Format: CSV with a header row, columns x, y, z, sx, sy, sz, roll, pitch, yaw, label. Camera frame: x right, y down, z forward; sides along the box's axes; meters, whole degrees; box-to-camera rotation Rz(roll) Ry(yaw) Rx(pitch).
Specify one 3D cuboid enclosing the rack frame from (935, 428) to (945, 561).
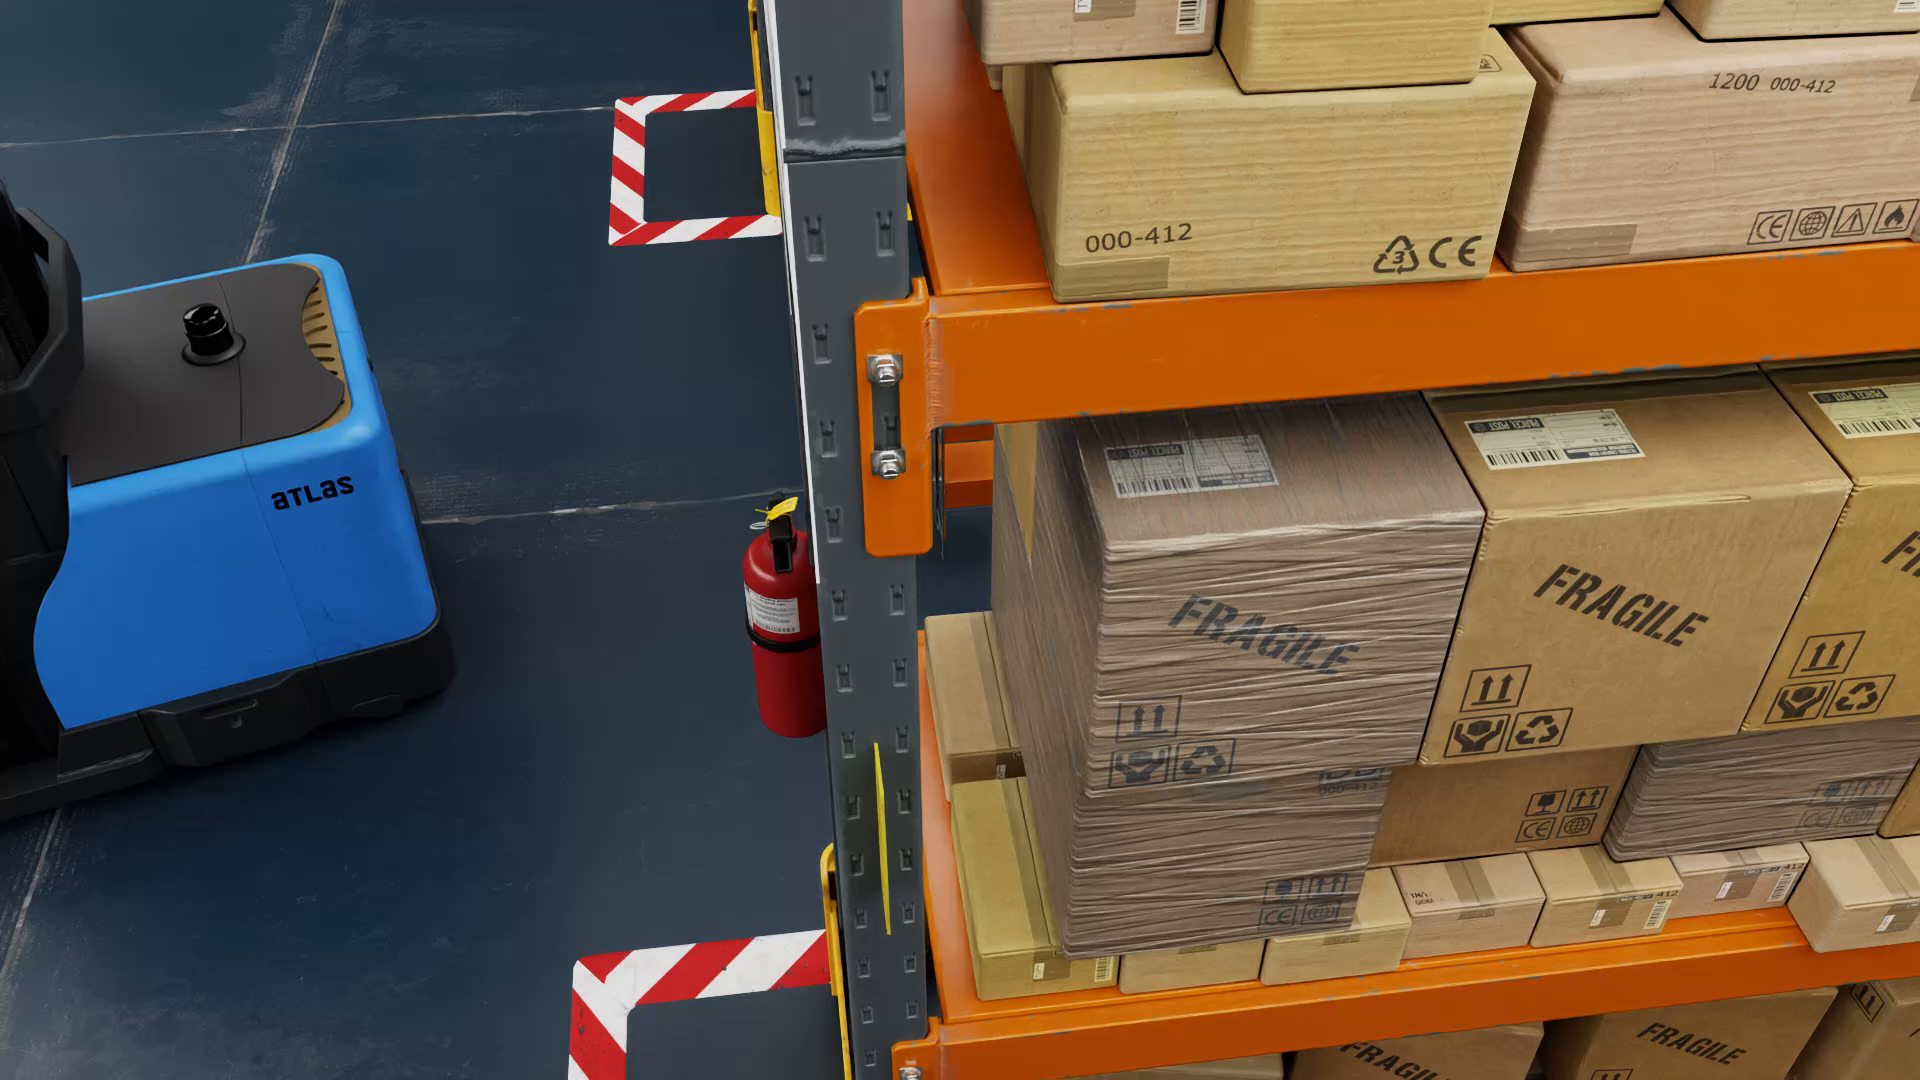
x,y,z,sx,sy,sz,roll,pitch,yaw,label
-0.068,-0.384,5.392,0.008,1.050,0.200,-5,42,-6,rack frame

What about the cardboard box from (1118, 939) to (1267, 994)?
x,y,z,sx,sy,sz,roll,pitch,yaw,label
0.382,0.610,3.022,0.250,0.149,0.380,-5,42,-6,cardboard box

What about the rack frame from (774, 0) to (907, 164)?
x,y,z,sx,sy,sz,roll,pitch,yaw,label
-0.182,-1.835,1.066,0.127,3.000,1.000,-5,42,-6,rack frame

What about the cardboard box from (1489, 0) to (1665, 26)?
x,y,z,sx,sy,sz,roll,pitch,yaw,label
0.625,-0.746,1.913,0.250,0.149,0.380,-6,42,-6,cardboard box

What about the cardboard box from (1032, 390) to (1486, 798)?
x,y,z,sx,sy,sz,roll,pitch,yaw,label
0.399,0.007,2.460,0.500,0.500,0.500,-5,42,-6,cardboard box

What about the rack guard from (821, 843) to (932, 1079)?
x,y,z,sx,sy,sz,roll,pitch,yaw,label
-0.107,1.314,3.920,0.348,0.500,1.175,-5,42,-6,rack guard

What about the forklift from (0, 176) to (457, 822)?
x,y,z,sx,sy,sz,roll,pitch,yaw,label
-3.139,-0.522,4.141,3.031,2.935,1.130,-15,44,-16,forklift

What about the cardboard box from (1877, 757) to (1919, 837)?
x,y,z,sx,sy,sz,roll,pitch,yaw,label
1.846,0.042,3.168,0.500,0.500,0.875,-5,42,-6,cardboard box

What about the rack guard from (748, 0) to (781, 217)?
x,y,z,sx,sy,sz,roll,pitch,yaw,label
-0.755,-2.007,7.602,0.348,0.500,1.175,-5,42,-6,rack guard

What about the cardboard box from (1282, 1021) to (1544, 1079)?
x,y,z,sx,sy,sz,roll,pitch,yaw,label
1.028,1.047,3.903,0.500,0.500,0.500,5,42,6,cardboard box

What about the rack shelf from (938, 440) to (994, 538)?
x,y,z,sx,sy,sz,roll,pitch,yaw,label
0.053,-0.180,5.597,0.240,0.259,0.215,-5,42,-6,rack shelf

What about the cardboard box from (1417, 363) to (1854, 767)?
x,y,z,sx,sy,sz,roll,pitch,yaw,label
0.896,-0.032,2.503,0.500,0.500,0.500,-5,42,-6,cardboard box

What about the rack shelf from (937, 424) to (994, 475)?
x,y,z,sx,sy,sz,roll,pitch,yaw,label
0.053,-0.387,5.411,0.240,0.259,0.215,-5,42,-6,rack shelf

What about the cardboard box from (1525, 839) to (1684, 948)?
x,y,z,sx,sy,sz,roll,pitch,yaw,label
1.126,0.546,3.093,0.250,0.149,0.380,-5,42,-6,cardboard box

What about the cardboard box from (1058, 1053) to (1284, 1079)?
x,y,z,sx,sy,sz,roll,pitch,yaw,label
0.439,1.121,3.820,0.500,0.500,0.500,2,42,2,cardboard box

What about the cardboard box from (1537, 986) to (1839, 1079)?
x,y,z,sx,sy,sz,roll,pitch,yaw,label
1.651,1.005,3.949,0.500,0.500,0.500,-1,42,-2,cardboard box

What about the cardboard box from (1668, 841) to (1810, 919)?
x,y,z,sx,sy,sz,roll,pitch,yaw,label
1.370,0.506,3.137,0.250,0.149,0.380,-5,42,-6,cardboard box

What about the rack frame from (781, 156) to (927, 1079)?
x,y,z,sx,sy,sz,roll,pitch,yaw,label
-0.182,0.392,3.076,0.127,3.000,1.000,-5,42,-6,rack frame

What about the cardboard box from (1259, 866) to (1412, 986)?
x,y,z,sx,sy,sz,roll,pitch,yaw,label
0.632,0.598,3.035,0.250,0.149,0.380,-5,42,-6,cardboard box

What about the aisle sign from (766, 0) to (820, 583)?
x,y,z,sx,sy,sz,roll,pitch,yaw,label
-0.204,-0.368,1.978,0.004,0.787,0.394,-5,42,-6,aisle sign

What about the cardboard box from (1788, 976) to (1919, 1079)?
x,y,z,sx,sy,sz,roll,pitch,yaw,label
2.210,0.986,3.970,0.500,0.500,0.500,-9,43,-9,cardboard box

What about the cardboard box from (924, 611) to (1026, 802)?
x,y,z,sx,sy,sz,roll,pitch,yaw,label
0.074,0.324,3.339,0.250,0.149,0.380,-5,42,-6,cardboard box

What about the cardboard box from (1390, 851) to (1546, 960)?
x,y,z,sx,sy,sz,roll,pitch,yaw,label
0.877,0.563,3.074,0.250,0.149,0.380,-5,42,-6,cardboard box

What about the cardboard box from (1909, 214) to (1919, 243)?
x,y,z,sx,sy,sz,roll,pitch,yaw,label
1.332,-0.625,2.076,0.500,0.250,0.500,-5,42,-6,cardboard box

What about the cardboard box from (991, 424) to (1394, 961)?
x,y,z,sx,sy,sz,roll,pitch,yaw,label
0.367,0.215,2.975,0.500,0.500,0.875,-5,42,-6,cardboard box

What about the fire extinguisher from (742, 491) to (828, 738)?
x,y,z,sx,sy,sz,roll,pitch,yaw,label
-0.355,0.125,3.430,0.183,0.674,0.296,-5,42,-6,fire extinguisher

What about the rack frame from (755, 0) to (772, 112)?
x,y,z,sx,sy,sz,roll,pitch,yaw,label
-0.824,-2.897,6.722,0.127,3.000,1.000,-5,42,-6,rack frame

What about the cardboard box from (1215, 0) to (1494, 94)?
x,y,z,sx,sy,sz,roll,pitch,yaw,label
0.391,-0.643,1.798,0.250,0.149,0.380,-4,42,-5,cardboard box

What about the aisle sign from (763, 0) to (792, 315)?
x,y,z,sx,sy,sz,roll,pitch,yaw,label
-0.282,-0.767,2.420,0.004,0.787,0.394,-5,42,-6,aisle sign

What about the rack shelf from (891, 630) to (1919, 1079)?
x,y,z,sx,sy,sz,roll,pitch,yaw,label
1.801,0.486,3.509,4.000,0.370,1.077,-5,42,-6,rack shelf

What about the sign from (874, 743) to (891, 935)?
x,y,z,sx,sy,sz,roll,pitch,yaw,label
-0.111,0.431,2.386,0.005,0.325,0.100,-5,42,-6,sign

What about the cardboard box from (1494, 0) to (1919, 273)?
x,y,z,sx,sy,sz,roll,pitch,yaw,label
0.840,-0.585,2.031,0.500,0.250,0.500,-6,42,-6,cardboard box

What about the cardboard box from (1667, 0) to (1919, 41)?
x,y,z,sx,sy,sz,roll,pitch,yaw,label
0.905,-0.723,1.886,0.250,0.149,0.380,-3,42,-4,cardboard box

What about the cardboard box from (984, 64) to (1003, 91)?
x,y,z,sx,sy,sz,roll,pitch,yaw,label
0.263,-0.876,2.355,0.500,0.250,0.500,-4,42,-5,cardboard box

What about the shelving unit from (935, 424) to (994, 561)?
x,y,z,sx,sy,sz,roll,pitch,yaw,label
0.053,-0.394,5.404,0.252,1.050,0.215,-5,42,-6,shelving unit

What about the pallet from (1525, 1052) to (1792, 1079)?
x,y,z,sx,sy,sz,roll,pitch,yaw,label
1.911,1.270,4.184,1.213,0.211,1.003,-5,42,-6,pallet

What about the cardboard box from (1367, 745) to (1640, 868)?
x,y,z,sx,sy,sz,roll,pitch,yaw,label
0.847,0.092,3.112,0.500,0.500,0.875,-5,42,-6,cardboard box

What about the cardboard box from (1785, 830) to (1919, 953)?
x,y,z,sx,sy,sz,roll,pitch,yaw,label
1.632,0.553,3.085,0.250,0.149,0.380,-5,42,-6,cardboard box

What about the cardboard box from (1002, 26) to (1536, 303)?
x,y,z,sx,sy,sz,roll,pitch,yaw,label
0.329,-0.536,1.977,0.500,0.250,0.500,-4,42,-4,cardboard box

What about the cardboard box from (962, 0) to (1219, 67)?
x,y,z,sx,sy,sz,roll,pitch,yaw,label
0.121,-0.684,1.844,0.250,0.149,0.380,-5,42,-6,cardboard box

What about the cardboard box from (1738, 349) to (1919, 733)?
x,y,z,sx,sy,sz,roll,pitch,yaw,label
1.391,-0.076,2.552,0.500,0.500,0.500,-5,42,-6,cardboard box

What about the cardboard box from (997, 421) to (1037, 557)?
x,y,z,sx,sy,sz,roll,pitch,yaw,label
0.331,-0.338,2.842,0.500,0.500,0.500,-5,42,-6,cardboard box

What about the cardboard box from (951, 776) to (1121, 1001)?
x,y,z,sx,sy,sz,roll,pitch,yaw,label
0.132,0.619,3.012,0.250,0.149,0.380,-5,42,-6,cardboard box

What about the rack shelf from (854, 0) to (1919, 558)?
x,y,z,sx,sy,sz,roll,pitch,yaw,label
1.801,-0.628,2.504,4.000,0.370,1.077,-5,42,-6,rack shelf

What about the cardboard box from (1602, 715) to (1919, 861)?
x,y,z,sx,sy,sz,roll,pitch,yaw,label
1.349,0.077,3.128,0.500,0.500,0.875,-5,42,-6,cardboard box
